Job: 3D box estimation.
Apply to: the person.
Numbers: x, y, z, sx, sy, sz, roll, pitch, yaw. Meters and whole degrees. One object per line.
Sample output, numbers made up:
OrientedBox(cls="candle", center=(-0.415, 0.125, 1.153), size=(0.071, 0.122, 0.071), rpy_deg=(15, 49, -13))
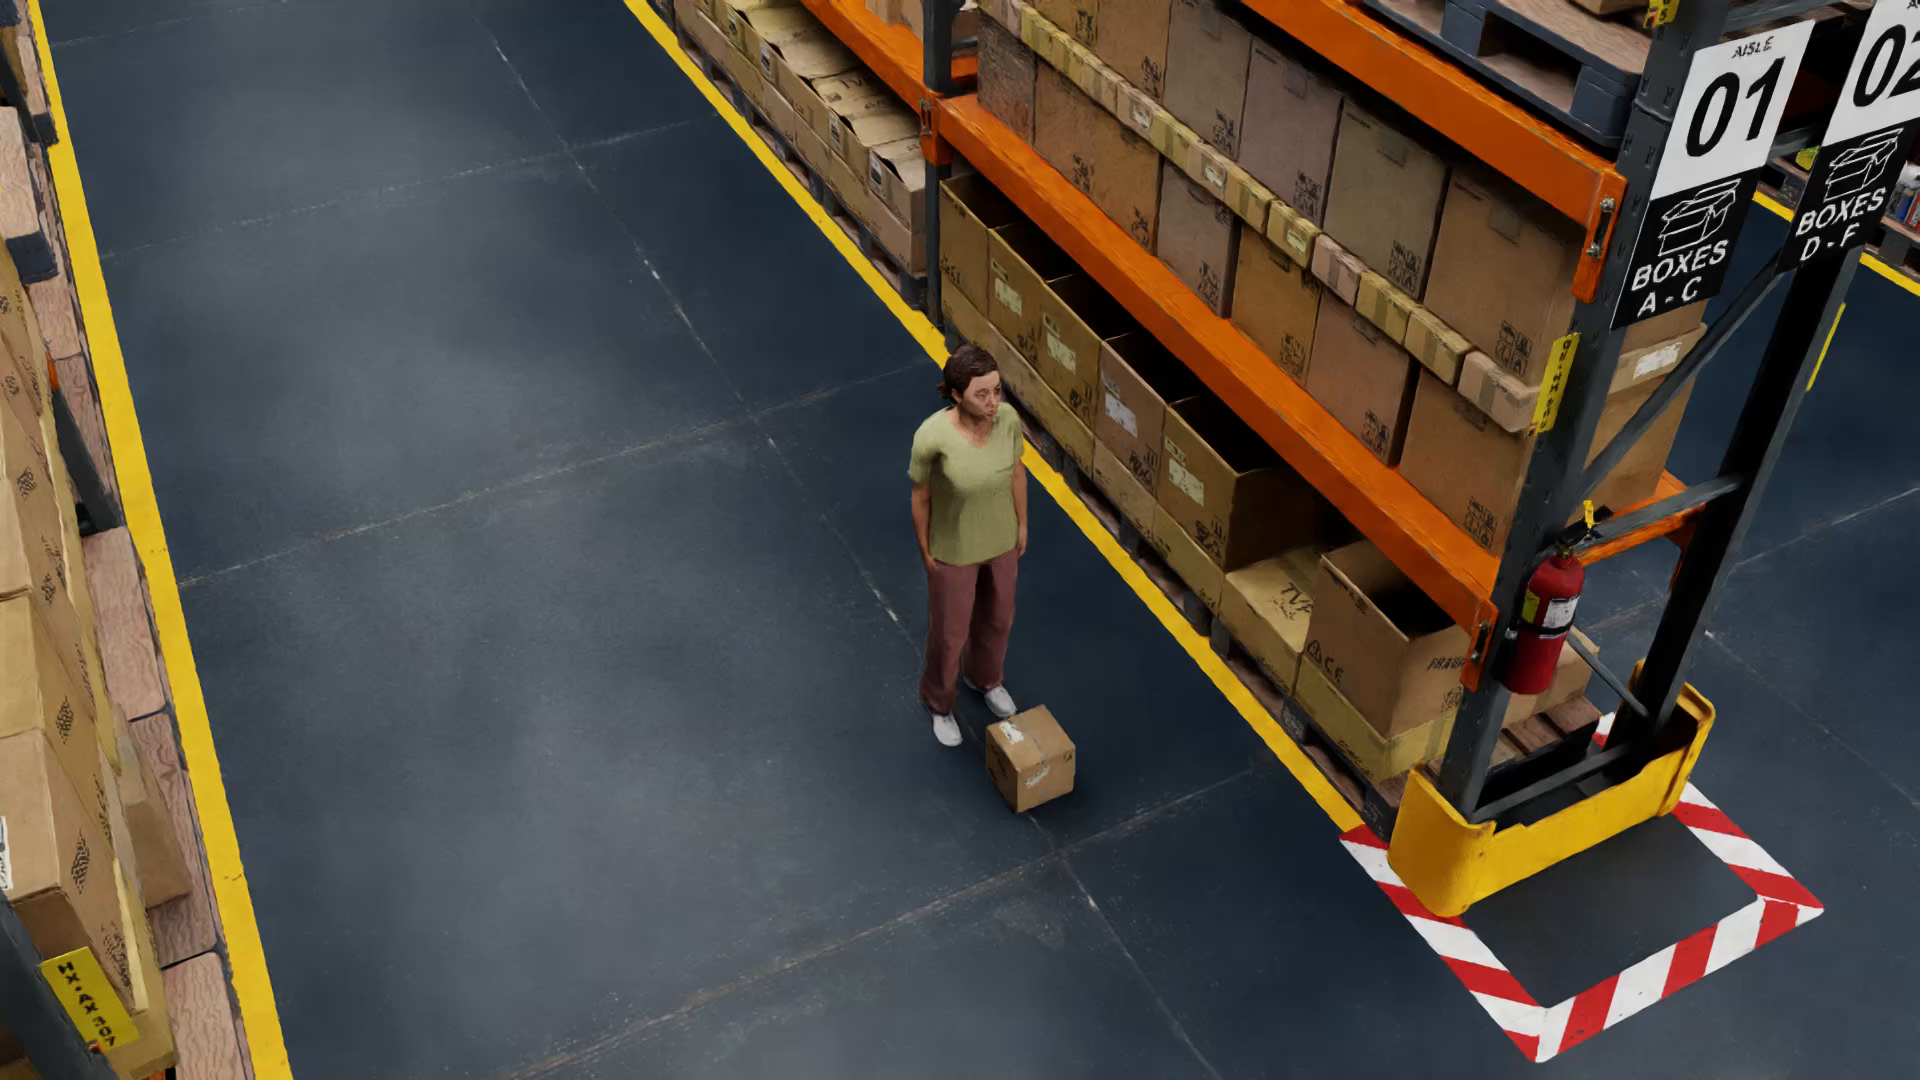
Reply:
OrientedBox(cls="person", center=(0.059, 0.016, 6.142), size=(0.462, 1.674, 0.418), rpy_deg=(-18, 45, -20))
